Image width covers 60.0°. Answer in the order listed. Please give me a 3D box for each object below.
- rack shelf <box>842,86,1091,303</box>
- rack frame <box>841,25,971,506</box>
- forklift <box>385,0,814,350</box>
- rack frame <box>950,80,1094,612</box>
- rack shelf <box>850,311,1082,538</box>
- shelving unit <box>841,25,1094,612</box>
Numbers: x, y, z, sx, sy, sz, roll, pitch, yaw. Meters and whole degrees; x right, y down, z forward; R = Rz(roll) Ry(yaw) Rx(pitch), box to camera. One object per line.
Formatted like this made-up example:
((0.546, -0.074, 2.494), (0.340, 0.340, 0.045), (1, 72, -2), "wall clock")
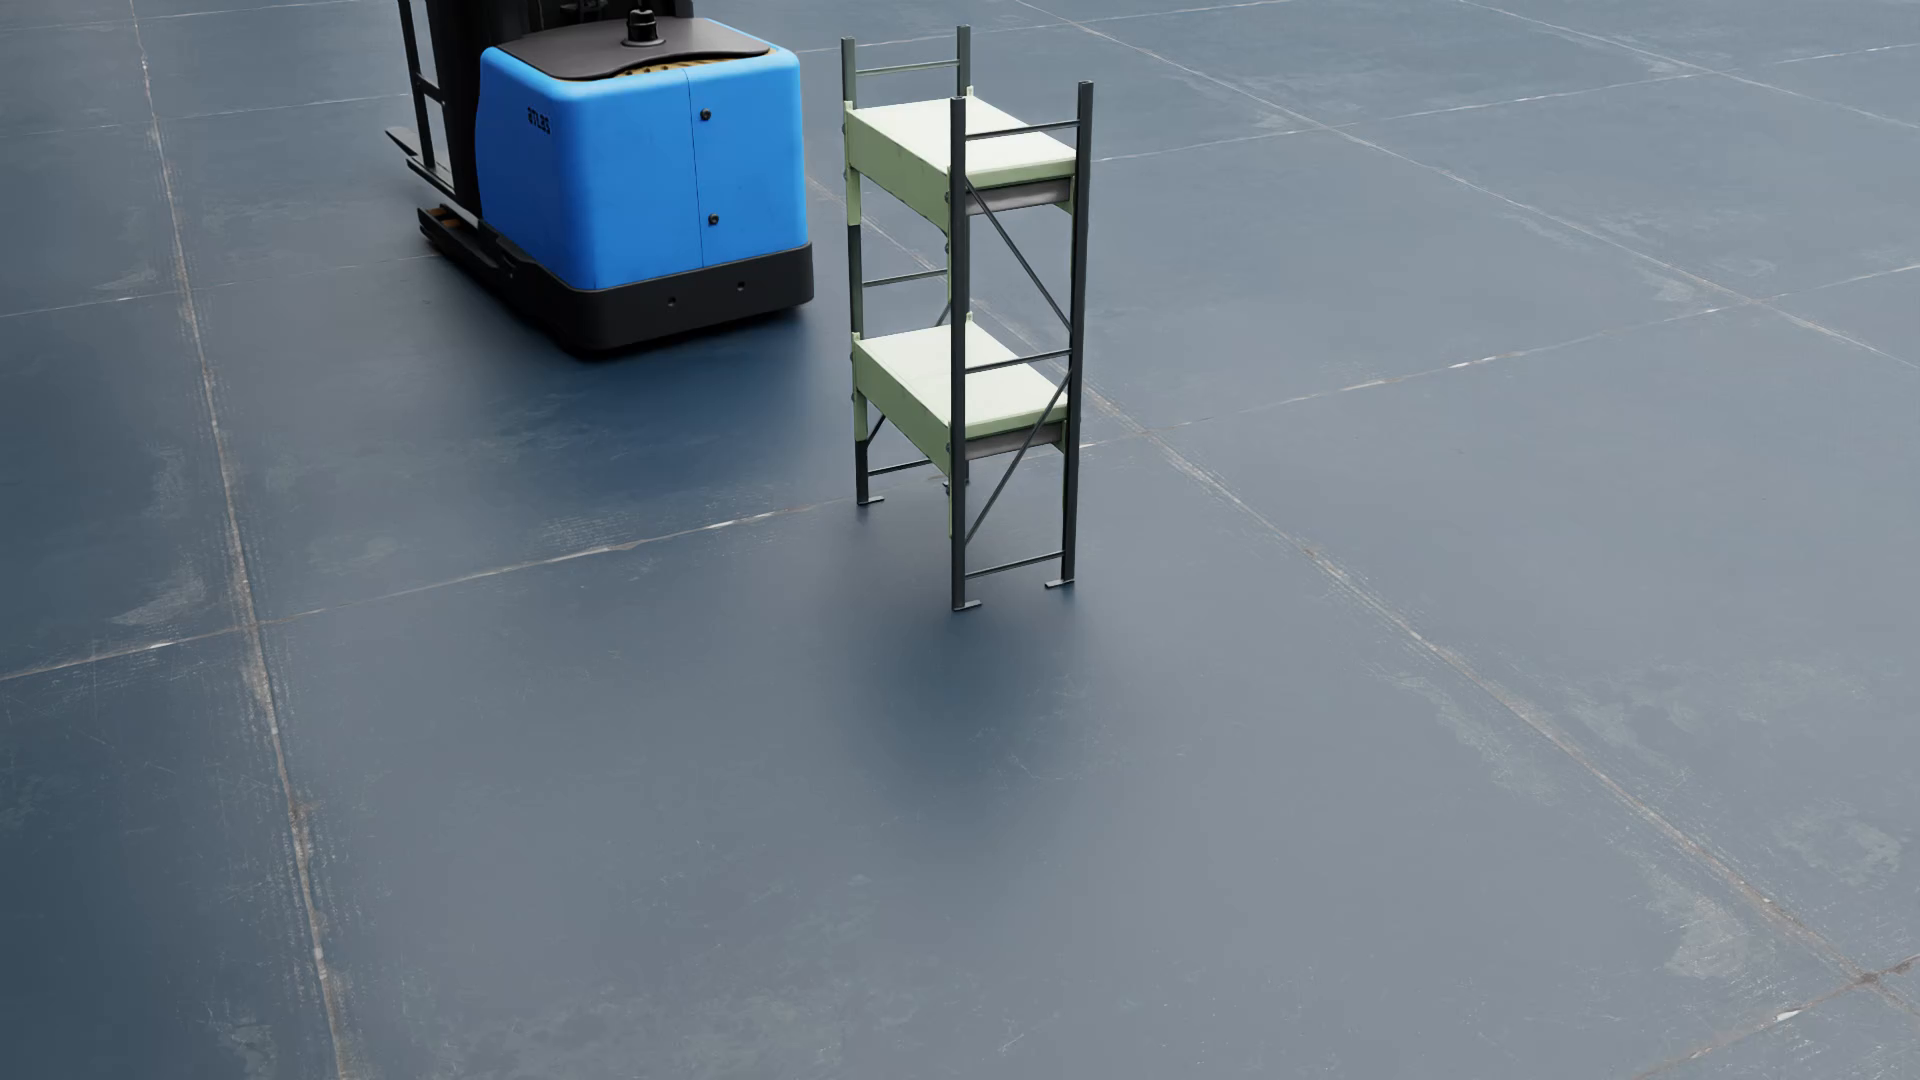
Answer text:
((0.003, -0.992, 4.687), (0.431, 0.370, 0.720), (-13, 32, -22), "rack shelf")
((-0.154, -0.813, 5.166), (0.400, 1.500, 0.023), (-13, 32, -22), "rack frame")
((-1.842, -2.684, 7.040), (1.130, 2.935, 3.031), (-18, 34, -29), "forklift")
((0.160, -0.490, 4.590), (0.400, 1.500, 0.023), (-13, 32, -22), "rack frame")
((0.003, -0.367, 5.037), (0.431, 0.370, 0.720), (-13, 32, -22), "rack shelf")
((0.003, -0.651, 4.878), (0.431, 1.500, 0.755), (-13, 32, -22), "shelving unit")
